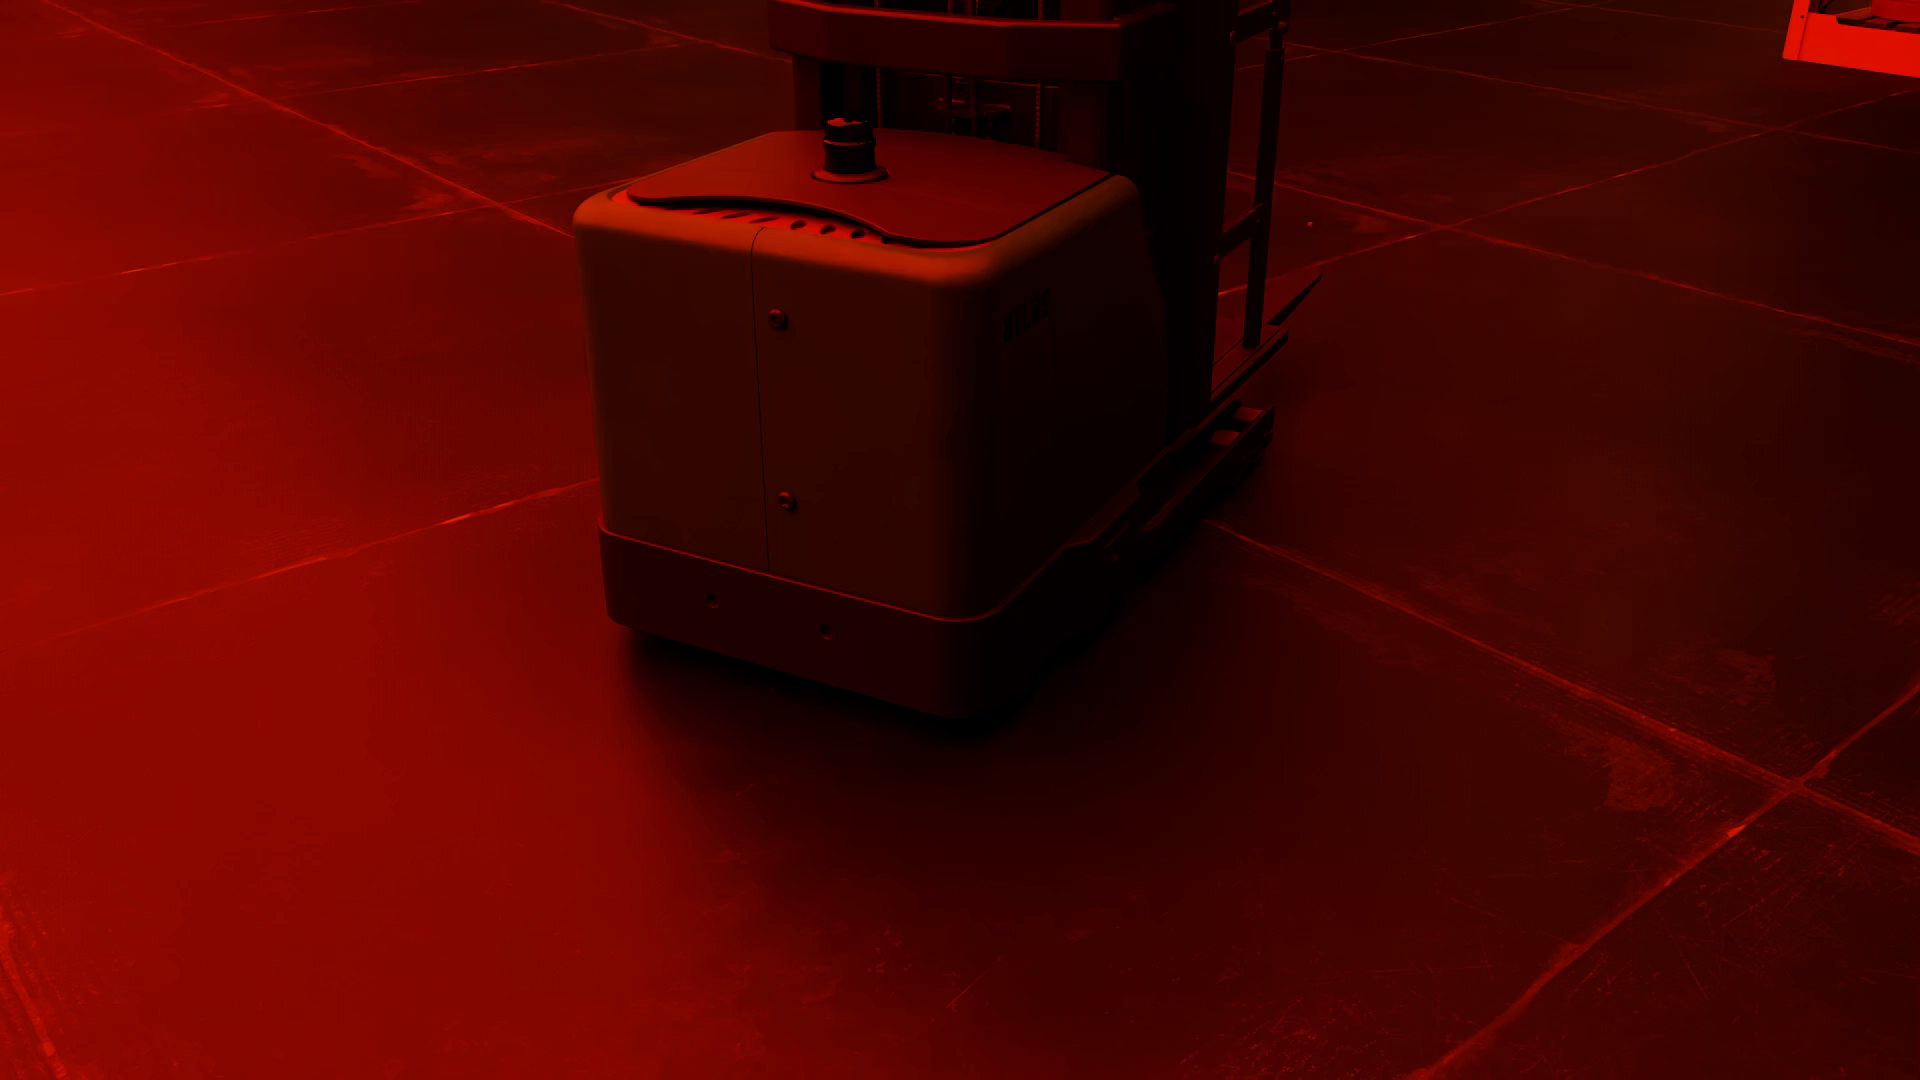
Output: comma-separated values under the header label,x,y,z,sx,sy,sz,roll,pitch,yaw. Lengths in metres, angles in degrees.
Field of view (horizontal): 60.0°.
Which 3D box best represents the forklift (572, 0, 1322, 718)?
label,x,y,z,sx,sy,sz,roll,pitch,yaw
forklift,0.285,-1.552,4.331,1.130,2.935,3.031,13,29,25
